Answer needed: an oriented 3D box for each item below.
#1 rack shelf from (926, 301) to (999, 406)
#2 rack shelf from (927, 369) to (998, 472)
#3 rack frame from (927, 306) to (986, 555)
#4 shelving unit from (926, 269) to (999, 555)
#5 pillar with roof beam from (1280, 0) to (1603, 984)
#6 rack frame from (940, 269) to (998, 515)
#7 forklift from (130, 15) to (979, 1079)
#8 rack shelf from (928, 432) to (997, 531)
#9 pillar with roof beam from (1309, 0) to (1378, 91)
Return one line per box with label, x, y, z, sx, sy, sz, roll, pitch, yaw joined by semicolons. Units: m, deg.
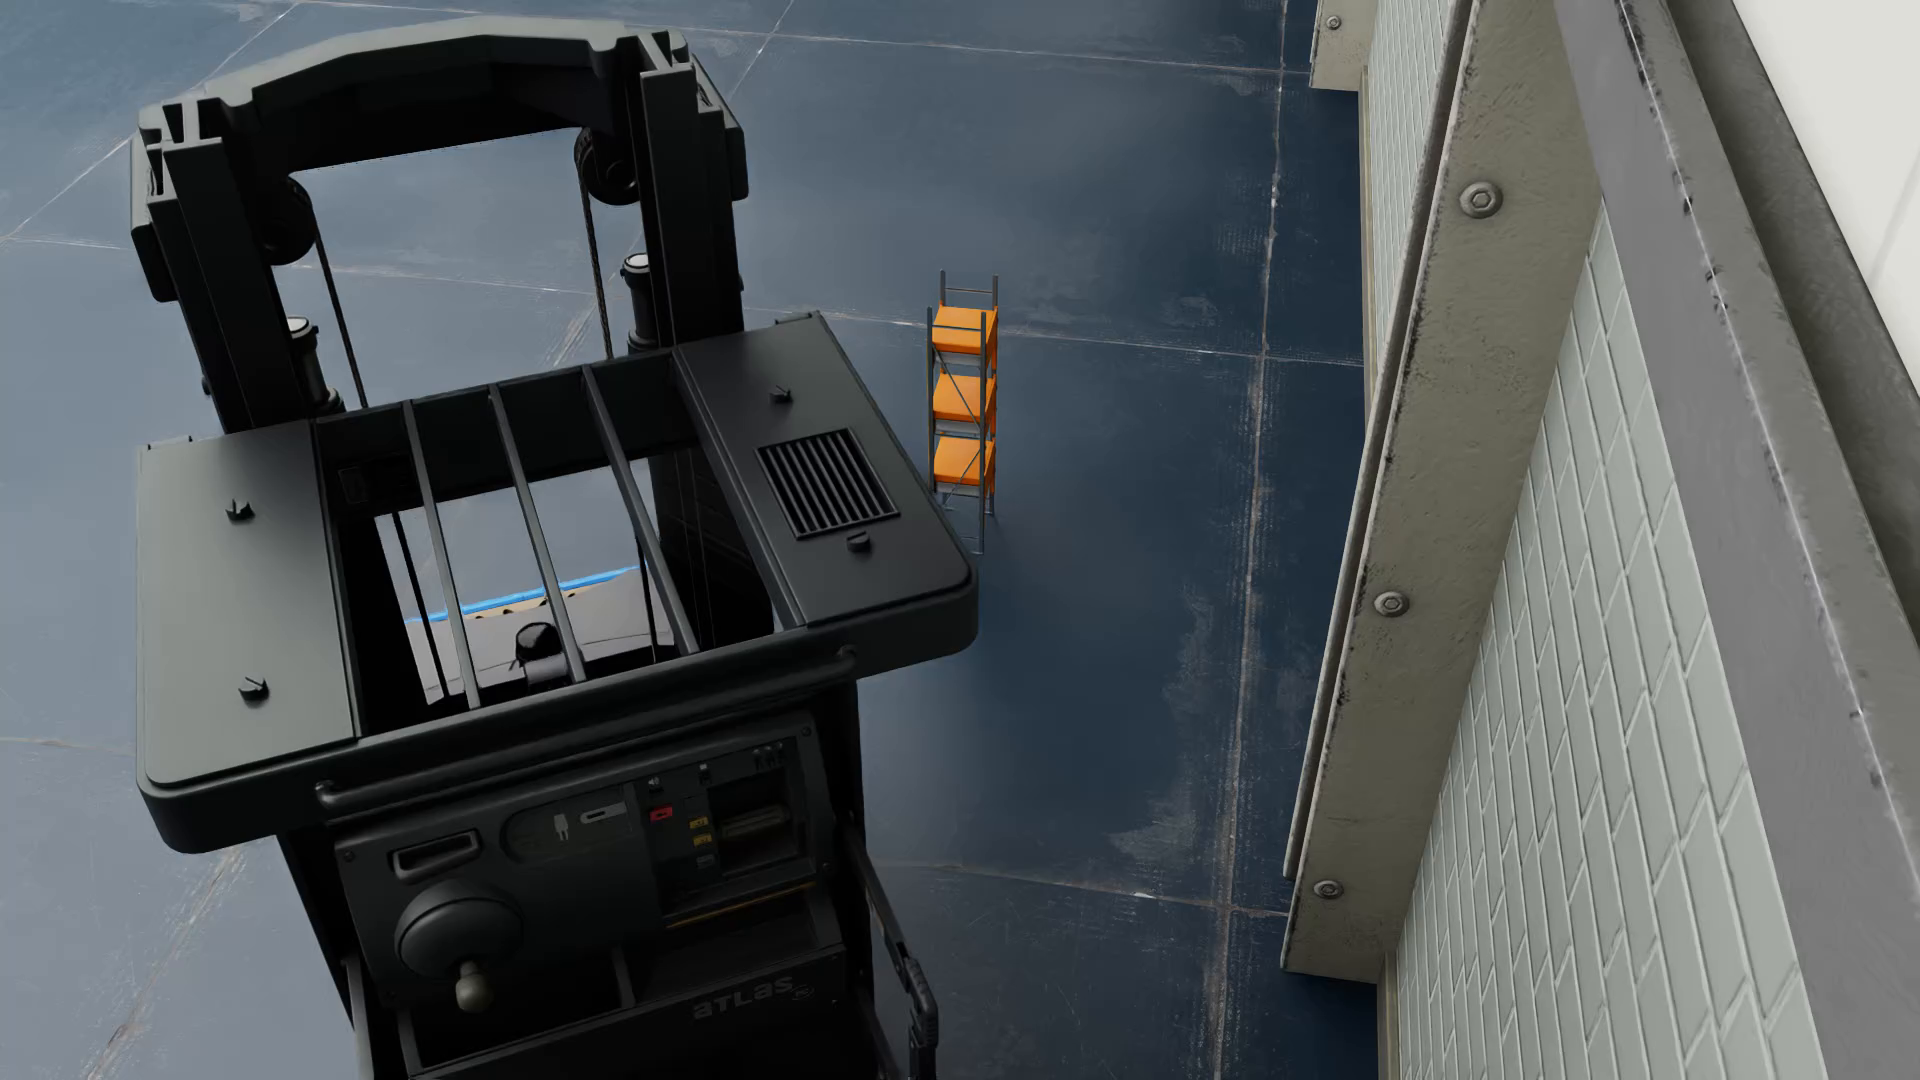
rack shelf;0.009;-0.649;5.782;0.215;0.259;0.240;6;40;8
rack shelf;0.009;-0.430;5.963;0.215;0.259;0.240;6;40;8
rack frame;-0.012;-0.362;5.863;0.200;1.050;0.008;6;40;8
shelving unit;0.009;-0.438;5.956;0.215;1.050;0.252;6;40;8
pillar with roof beam;-3.136;-2.820;2.598;9.100;9.000;0.400;6;40;8
rack frame;0.030;-0.515;6.049;0.200;1.050;0.008;6;40;8
forklift;-0.632;0.706;3.096;1.130;2.935;3.031;-14;42;-16
rack shelf;0.009;-0.216;6.140;0.215;0.259;0.240;6;40;8
pillar with roof beam;-2.097;-6.585;7.153;9.100;9.000;0.400;6;40;8
